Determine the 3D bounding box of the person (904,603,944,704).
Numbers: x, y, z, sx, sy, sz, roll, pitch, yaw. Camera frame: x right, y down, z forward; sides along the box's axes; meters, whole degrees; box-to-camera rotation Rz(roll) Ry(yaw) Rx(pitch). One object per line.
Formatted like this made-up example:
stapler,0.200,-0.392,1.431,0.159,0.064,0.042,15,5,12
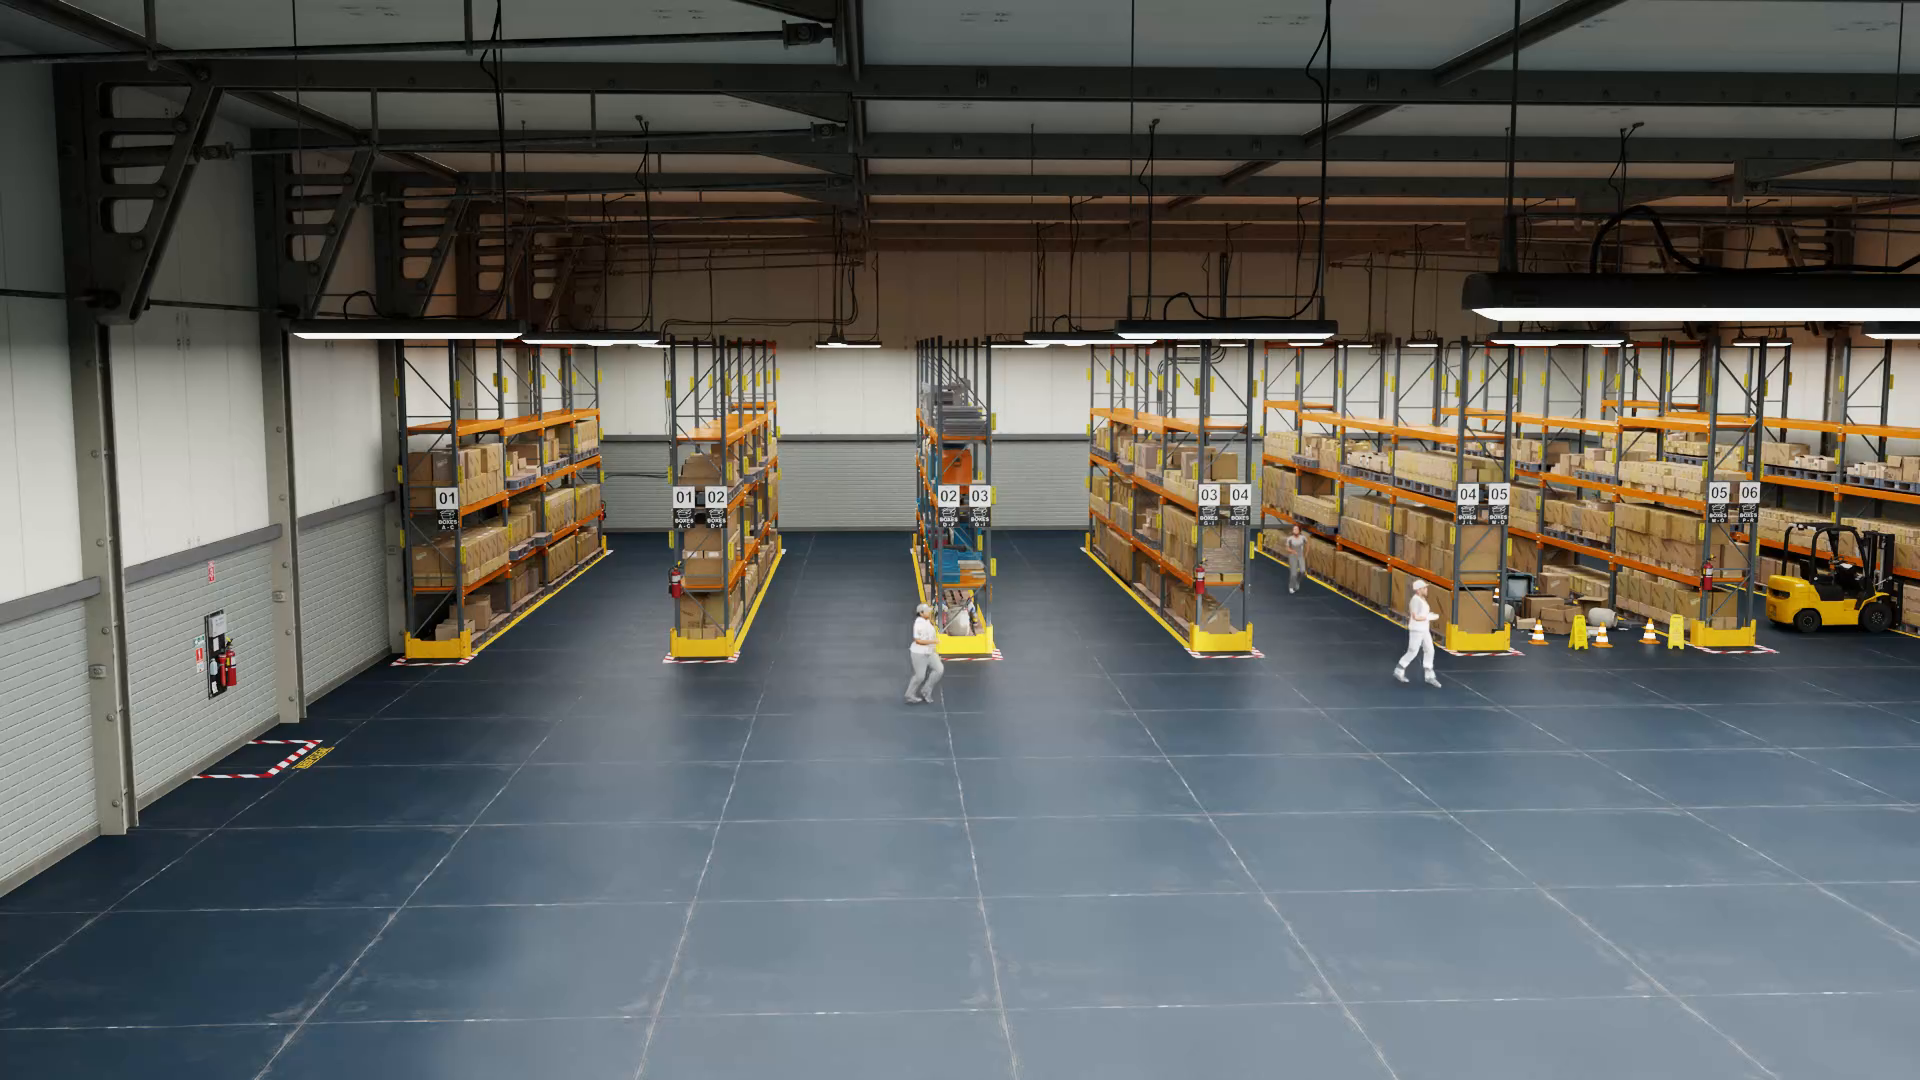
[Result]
person,-0.573,1.857,26.948,0.685,1.680,0.580,3,7,21

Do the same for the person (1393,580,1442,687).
person,7.838,1.592,28.442,0.807,1.834,0.664,4,8,31

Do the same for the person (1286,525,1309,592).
person,7.971,0.450,39.275,0.585,1.622,0.734,0,6,1

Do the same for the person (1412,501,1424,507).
person,13.702,-0.747,49.477,0.965,1.775,0.747,0,7,4
